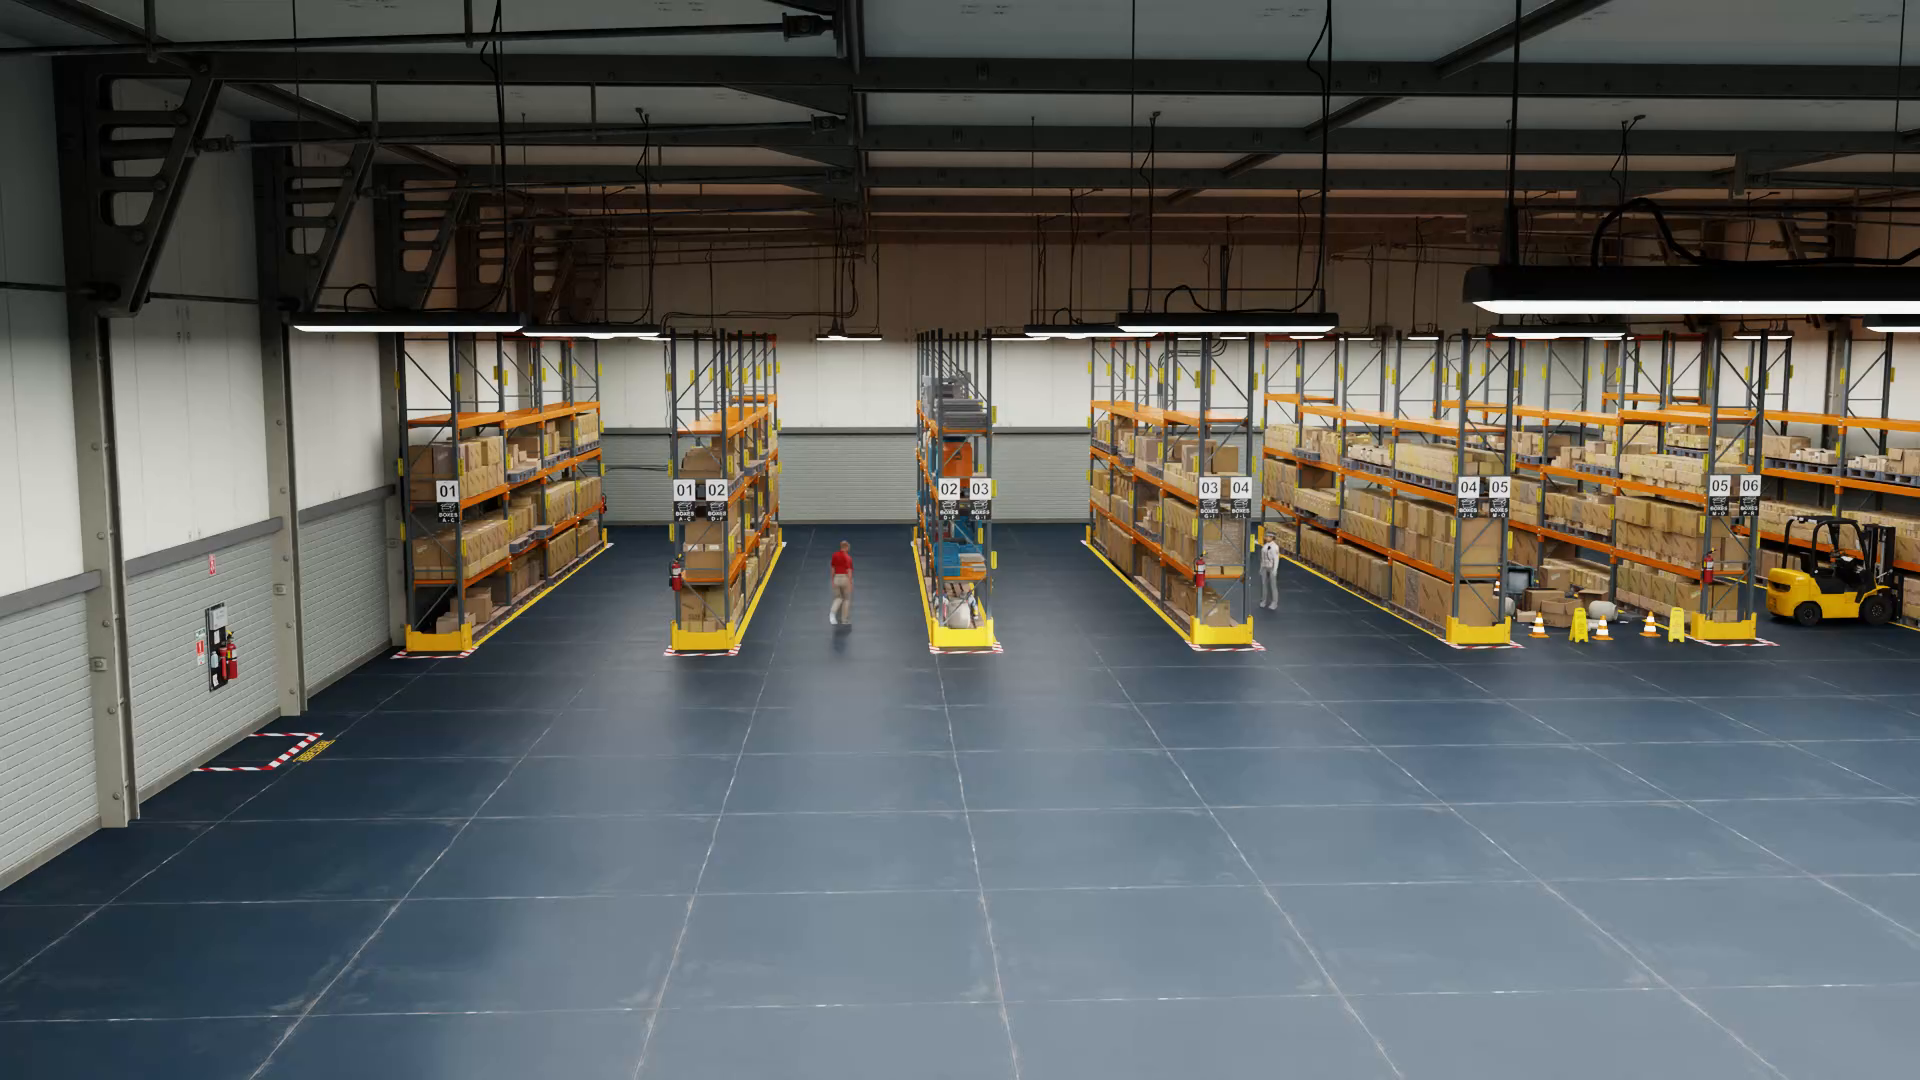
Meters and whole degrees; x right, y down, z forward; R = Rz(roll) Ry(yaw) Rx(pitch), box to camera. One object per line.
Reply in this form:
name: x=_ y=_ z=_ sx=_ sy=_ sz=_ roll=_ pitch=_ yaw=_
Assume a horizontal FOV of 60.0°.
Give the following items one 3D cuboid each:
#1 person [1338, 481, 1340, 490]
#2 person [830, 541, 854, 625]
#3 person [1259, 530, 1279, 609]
person: x=10.911 y=-0.827 z=48.104 sx=0.796 sy=1.788 sz=0.687 roll=5 pitch=9 yaw=38
person: x=-2.411 y=0.872 z=33.817 sx=0.545 sy=1.720 sz=0.550 roll=4 pitch=8 yaw=30
person: x=6.715 y=0.629 z=36.107 sx=0.361 sy=1.693 sz=0.509 roll=-5 pitch=9 yaw=-38
